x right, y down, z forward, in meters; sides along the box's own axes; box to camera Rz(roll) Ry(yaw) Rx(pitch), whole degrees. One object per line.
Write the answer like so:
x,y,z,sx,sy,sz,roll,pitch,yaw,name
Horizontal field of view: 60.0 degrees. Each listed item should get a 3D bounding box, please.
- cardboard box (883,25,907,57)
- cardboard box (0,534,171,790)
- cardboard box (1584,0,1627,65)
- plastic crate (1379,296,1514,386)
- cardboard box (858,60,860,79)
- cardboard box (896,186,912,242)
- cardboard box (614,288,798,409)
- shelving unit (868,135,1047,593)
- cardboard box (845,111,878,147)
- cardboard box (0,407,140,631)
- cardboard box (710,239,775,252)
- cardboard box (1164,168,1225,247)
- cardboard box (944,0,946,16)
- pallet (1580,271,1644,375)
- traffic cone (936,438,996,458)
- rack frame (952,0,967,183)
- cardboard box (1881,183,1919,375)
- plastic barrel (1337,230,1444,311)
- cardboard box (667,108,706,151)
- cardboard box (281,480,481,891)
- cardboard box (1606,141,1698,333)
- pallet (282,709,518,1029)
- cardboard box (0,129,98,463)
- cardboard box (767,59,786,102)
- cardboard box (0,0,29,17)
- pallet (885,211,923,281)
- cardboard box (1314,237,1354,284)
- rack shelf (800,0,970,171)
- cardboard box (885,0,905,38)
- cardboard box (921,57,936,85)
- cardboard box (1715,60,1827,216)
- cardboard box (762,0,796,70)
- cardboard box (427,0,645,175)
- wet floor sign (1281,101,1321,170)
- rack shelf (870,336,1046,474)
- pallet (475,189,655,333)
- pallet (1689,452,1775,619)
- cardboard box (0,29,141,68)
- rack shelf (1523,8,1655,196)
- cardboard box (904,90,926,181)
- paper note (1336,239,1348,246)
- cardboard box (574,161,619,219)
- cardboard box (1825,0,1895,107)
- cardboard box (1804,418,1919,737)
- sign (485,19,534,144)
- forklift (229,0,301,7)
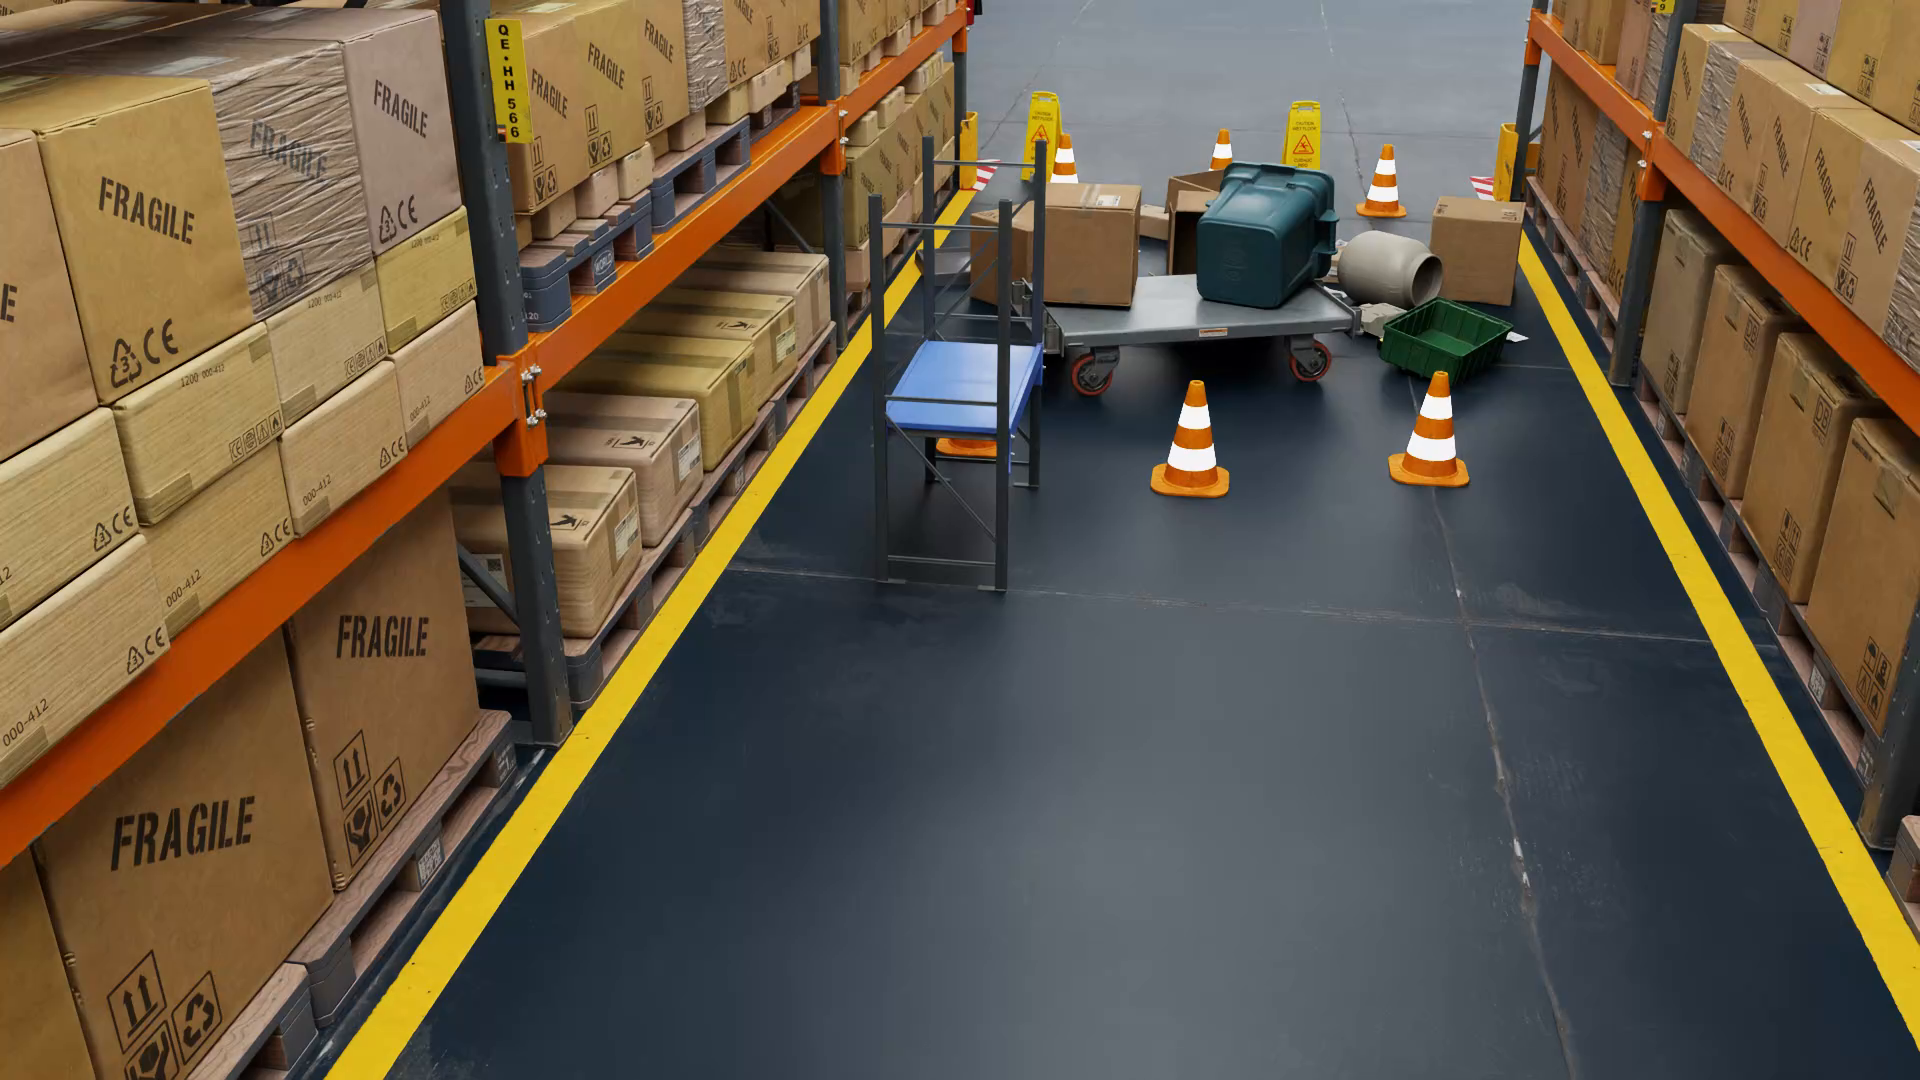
-0.522,-2.951,9.811,0.380,0.149,0.250,4,25,9,cardboard box
-1.810,0.189,2.984,0.500,0.250,0.500,4,25,8,cardboard box
4.100,-3.021,9.488,0.875,0.550,0.500,4,25,9,cardboard box
2.527,-1.036,8.673,0.450,0.188,0.662,29,36,30,plastic crate
-0.750,-2.525,8.903,0.380,0.149,0.250,5,26,10,cardboard box
-0.585,-2.039,10.317,0.500,0.250,0.500,4,25,8,cardboard box
-1.306,-0.900,7.739,0.950,0.372,0.625,6,26,12,cardboard box
0.014,-0.715,6.508,0.538,1.500,1.048,4,25,9,shelving unit
-0.666,-2.275,9.170,0.380,0.149,0.250,4,25,9,cardboard box
-1.819,-0.038,2.881,0.500,0.250,0.500,3,25,7,cardboard box
-1.277,-1.631,9.445,0.500,0.250,0.500,5,26,11,cardboard box
1.756,-2.053,10.542,0.797,0.503,0.637,-14,29,-27,cardboard box
-0.300,-3.589,11.175,0.380,0.149,0.250,4,25,8,cardboard box
3.993,-1.169,8.999,1.003,0.211,1.213,4,25,9,pallet
0.070,-0.656,7.605,0.336,0.463,0.334,4,25,9,traffic cone
-0.455,-4.093,11.957,1.000,3.000,0.127,4,25,9,rack frame
2.946,-0.699,4.587,0.500,0.500,0.500,4,25,9,cardboard box
2.464,-1.534,9.527,0.421,0.421,0.512,-20,32,-36,plastic barrel
-1.214,-1.619,6.473,0.380,0.149,0.250,5,26,10,cardboard box
-1.957,0.308,4.565,0.875,0.875,0.875,4,25,8,cardboard box
3.963,-1.606,8.653,0.875,0.875,0.875,4,25,9,cardboard box
-1.965,0.840,4.706,1.003,0.211,1.213,4,25,9,pallet
-1.842,-0.378,2.721,0.500,0.500,0.500,4,25,8,cardboard box
-0.987,-2.043,7.378,0.380,0.149,0.250,4,25,8,cardboard box
-5.676,-2.976,9.451,0.500,0.500,0.500,3,25,7,cardboard box
-0.837,-1.953,10.672,1.003,0.211,1.213,4,25,9,pallet
2.255,-1.728,10.128,0.396,0.266,0.258,8,26,18,cardboard box
-0.782,-2.931,10.322,1.077,0.370,4.000,4,25,9,rack shelf
-0.608,-3.186,9.549,0.500,0.500,0.500,4,25,8,cardboard box
-0.366,-3.055,10.838,0.380,0.149,0.250,4,25,9,cardboard box
3.274,-1.544,6.391,0.500,0.500,0.500,4,25,8,cardboard box
-1.037,-2.374,7.319,0.500,0.500,0.500,4,25,9,cardboard box
-1.382,-1.508,5.470,0.500,0.500,0.500,5,26,11,cardboard box
2.497,-2.876,12.132,0.267,0.644,0.232,0,25,-1,wet floor sign
0.014,-0.552,6.585,0.538,0.185,1.000,4,25,9,rack shelf
-1.751,-0.966,5.502,1.213,0.211,1.003,4,25,9,pallet
3.543,-0.017,6.538,1.003,0.211,1.213,4,25,9,pallet
-2.156,-0.848,3.726,0.500,0.500,0.500,4,25,9,cardboard box
4.118,-2.630,9.680,1.077,0.370,4.000,4,25,9,rack shelf
-0.500,-2.596,10.620,0.500,0.500,0.500,3,25,7,cardboard box
2.521,-1.926,10.832,0.144,0.017,0.142,13,28,26,paper note
-1.356,-1.174,5.521,0.380,0.149,0.250,2,25,5,cardboard box
3.467,-1.772,5.700,0.700,0.500,0.500,4,25,8,cardboard box
3.326,0.134,5.085,1.050,0.750,0.750,4,25,8,cardboard box
-1.214,-1.235,4.484,0.100,0.325,0.005,4,25,9,sign
-3.030,-2.361,8.337,1.130,2.935,3.031,-12,28,-24,forklift
